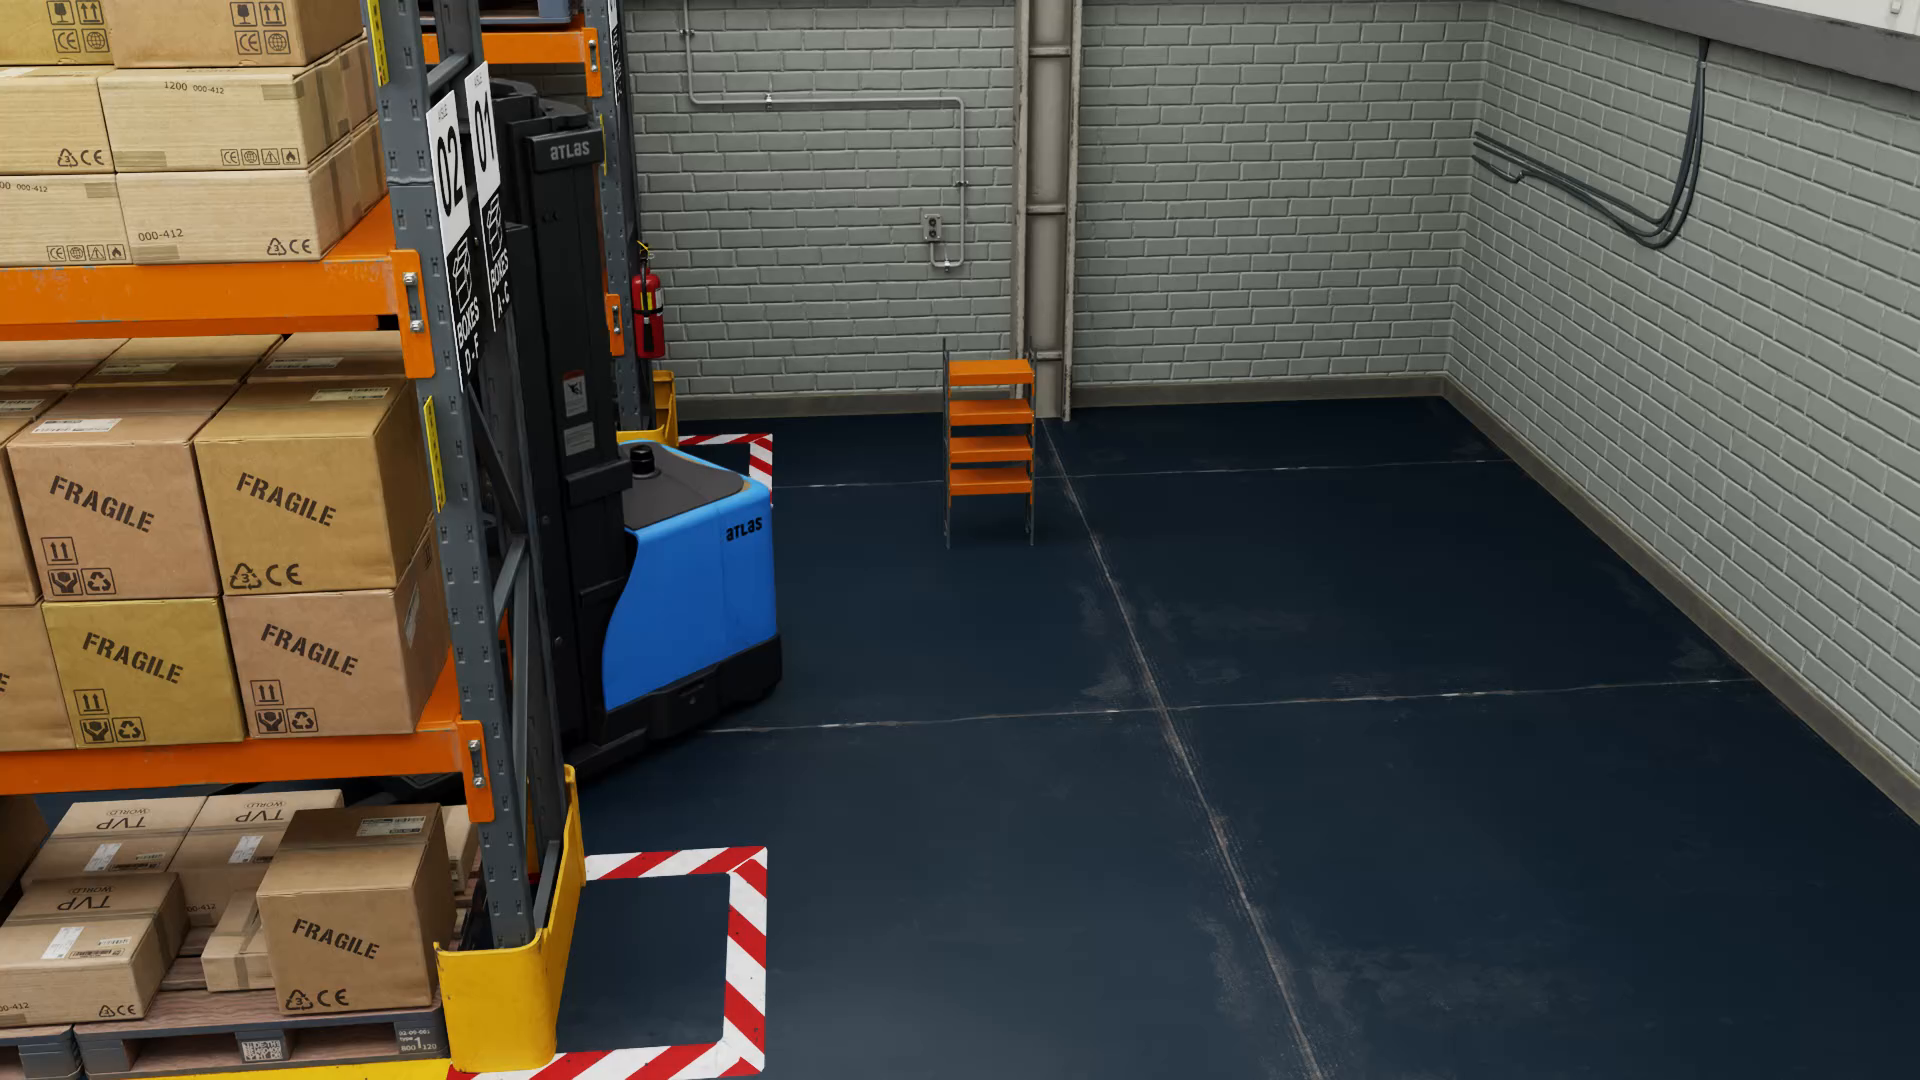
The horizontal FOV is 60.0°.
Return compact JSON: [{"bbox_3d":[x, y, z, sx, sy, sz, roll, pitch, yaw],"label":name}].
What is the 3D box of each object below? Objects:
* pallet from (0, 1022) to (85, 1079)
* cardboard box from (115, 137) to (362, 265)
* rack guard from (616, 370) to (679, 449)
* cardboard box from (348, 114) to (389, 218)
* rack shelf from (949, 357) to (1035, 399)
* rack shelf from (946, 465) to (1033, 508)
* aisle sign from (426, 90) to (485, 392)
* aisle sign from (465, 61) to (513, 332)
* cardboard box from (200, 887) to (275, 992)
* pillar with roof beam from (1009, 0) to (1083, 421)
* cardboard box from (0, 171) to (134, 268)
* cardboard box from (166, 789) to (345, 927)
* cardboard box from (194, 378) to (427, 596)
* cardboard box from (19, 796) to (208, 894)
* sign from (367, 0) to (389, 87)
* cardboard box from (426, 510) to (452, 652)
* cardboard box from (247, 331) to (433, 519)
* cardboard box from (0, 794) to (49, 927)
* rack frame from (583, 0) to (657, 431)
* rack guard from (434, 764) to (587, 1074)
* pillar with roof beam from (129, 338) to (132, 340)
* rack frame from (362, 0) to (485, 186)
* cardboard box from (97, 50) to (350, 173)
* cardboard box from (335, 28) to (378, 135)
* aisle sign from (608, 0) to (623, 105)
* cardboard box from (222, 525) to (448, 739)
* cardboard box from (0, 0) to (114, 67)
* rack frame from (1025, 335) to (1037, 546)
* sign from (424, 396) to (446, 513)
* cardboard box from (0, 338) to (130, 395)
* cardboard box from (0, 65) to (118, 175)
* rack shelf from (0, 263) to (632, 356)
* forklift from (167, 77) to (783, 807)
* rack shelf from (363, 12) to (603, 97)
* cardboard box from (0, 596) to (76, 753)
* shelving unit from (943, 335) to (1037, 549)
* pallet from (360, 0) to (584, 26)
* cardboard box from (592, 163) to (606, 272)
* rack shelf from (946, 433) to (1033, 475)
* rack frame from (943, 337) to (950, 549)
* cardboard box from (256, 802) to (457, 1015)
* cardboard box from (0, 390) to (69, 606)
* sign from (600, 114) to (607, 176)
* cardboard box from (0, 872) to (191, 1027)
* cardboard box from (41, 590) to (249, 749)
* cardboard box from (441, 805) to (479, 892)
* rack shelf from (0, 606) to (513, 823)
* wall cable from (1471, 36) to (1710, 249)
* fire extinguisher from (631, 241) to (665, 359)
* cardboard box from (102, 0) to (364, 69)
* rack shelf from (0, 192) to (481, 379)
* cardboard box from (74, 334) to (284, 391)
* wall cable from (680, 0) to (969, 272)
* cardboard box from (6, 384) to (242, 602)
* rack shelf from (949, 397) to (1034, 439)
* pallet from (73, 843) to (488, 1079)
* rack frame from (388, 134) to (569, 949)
[{"bbox_3d":[-3.628,1.560,5.981,1.213,0.211,1.003,-2,24,-5],"label":"pallet"},{"bbox_3d":[-2.033,-0.972,4.736,0.500,0.250,0.500,-2,24,-5],"label":"cardboard box"},{"bbox_3d":[-2.015,-0.658,10.615,0.348,0.500,1.175,-2,24,-5],"label":"rack guard"},{"bbox_3d":[-2.084,-1.182,5.207,0.500,0.250,0.500,-2,24,-5],"label":"cardboard box"},{"bbox_3d":[0.165,-0.914,9.362,0.480,0.148,0.258,-2,24,-5],"label":"rack shelf"},{"bbox_3d":[0.165,-0.312,9.629,0.480,0.148,0.258,-2,24,-5],"label":"rack shelf"},{"bbox_3d":[-1.450,-0.864,4.800,0.004,0.787,0.394,-2,24,-5],"label":"aisle sign"},{"bbox_3d":[-1.509,-1.107,5.346,0.004,0.787,0.394,-2,24,-5],"label":"aisle sign"},{"bbox_3d":[-2.477,1.397,5.860,0.250,0.166,0.380,-2,24,-5],"label":"cardboard box"},{"bbox_3d":[0.986,-3.258,6.001,0.400,9.000,9.100,-2,24,-5],"label":"pillar with roof beam"},{"bbox_3d":[-2.532,-0.957,4.701,0.500,0.250,0.500,-2,24,-5],"label":"cardboard box"},{"bbox_3d":[-2.615,1.185,6.234,0.500,0.250,0.500,-2,24,-5],"label":"cardboard box"},{"bbox_3d":[-1.964,-0.171,5.087,0.500,0.500,0.500,-3,24,-6],"label":"cardboard box"},{"bbox_3d":[-3.112,1.205,6.189,0.500,0.250,0.500,-2,24,-5],"label":"cardboard box"},{"bbox_3d":[-1.513,-1.347,4.305,0.005,0.325,0.100,-2,24,-5],"label":"sign"},{"bbox_3d":[-2.015,0.068,5.780,0.500,0.500,0.500,-2,24,-4],"label":"cardboard box"},{"bbox_3d":[-2.015,-0.389,5.577,0.500,0.500,0.500,-2,24,-4],"label":"cardboard box"},{"bbox_3d":[-3.659,1.225,5.833,0.637,0.503,0.797,-2,24,-5],"label":"cardboard box"},{"bbox_3d":[-2.039,-1.799,10.105,0.127,3.000,1.000,-2,24,-5],"label":"rack frame"},{"bbox_3d":[-1.624,1.348,6.102,0.348,0.500,1.175,-2,24,-5],"label":"rack guard"},{"bbox_3d":[-4.984,-3.019,5.462,0.400,9.000,9.100,-2,24,-5],"label":"pillar with roof beam"},{"bbox_3d":[-1.548,-2.539,4.382,0.127,3.000,1.000,-2,24,-5],"label":"rack frame"},{"bbox_3d":[-2.034,-1.204,4.642,0.500,0.250,0.500,-2,24,-5],"label":"cardboard box"},{"bbox_3d":[-2.085,-1.413,5.111,0.500,0.250,0.500,-2,24,-5],"label":"cardboard box"},{"bbox_3d":[-1.937,-2.869,9.311,0.004,0.787,0.394,-2,24,-5],"label":"aisle sign"},{"bbox_3d":[-1.967,0.285,5.293,0.500,0.500,0.500,-2,24,-4],"label":"cardboard box"},{"bbox_3d":[-2.564,-1.658,4.739,0.500,0.500,0.700,-2,24,-5],"label":"cardboard box"},{"bbox_3d":[0.408,-0.565,9.543,0.015,1.200,0.240,-2,24,-5],"label":"rack frame"},{"bbox_3d":[-1.513,-0.246,4.795,0.005,0.325,0.100,-2,24,-5],"label":"sign"},{"bbox_3d":[-3.033,-0.347,5.483,0.500,0.500,0.500,-2,24,-4],"label":"cardboard box"},{"bbox_3d":[-2.532,-1.184,4.597,0.500,0.250,0.500,-2,24,-5],"label":"cardboard box"},{"bbox_3d":[-4.029,-1.391,10.072,4.000,0.370,1.077,-2,24,-5],"label":"rack shelf"},{"bbox_3d":[-2.231,-0.308,6.833,1.130,2.935,3.031,21,31,38],"label":"forklift"},{"bbox_3d":[-4.029,-2.762,9.462,4.000,0.370,1.077,-2,24,-5],"label":"rack shelf"},{"bbox_3d":[-2.980,0.325,5.203,0.500,0.500,0.500,-2,24,-5],"label":"cardboard box"},{"bbox_3d":[0.165,-0.555,9.521,0.503,1.200,0.258,-2,24,-5],"label":"shelving unit"},{"bbox_3d":[-2.776,-3.096,9.438,1.213,0.211,1.003,-2,24,-5],"label":"pallet"},{"bbox_3d":[-2.545,-1.912,9.989,0.700,0.700,0.980,-1,24,-3],"label":"cardboard box"},{"bbox_3d":[0.165,-0.493,9.548,0.480,0.148,0.258,-2,24,-5],"label":"rack shelf"},{"bbox_3d":[-0.078,-0.545,9.499,0.015,1.200,0.240,-2,24,-5],"label":"rack frame"},{"bbox_3d":[-2.065,1.265,5.746,0.500,0.500,0.500,-2,24,-5],"label":"cardboard box"},{"bbox_3d":[-2.982,-0.128,4.990,0.500,0.500,0.500,-2,24,-4],"label":"cardboard box"},{"bbox_3d":[-1.999,-2.217,9.327,0.005,0.325,0.100,-2,24,-5],"label":"sign"},{"bbox_3d":[-3.013,1.405,5.739,0.500,0.250,0.500,-2,24,-5],"label":"cardboard box"},{"bbox_3d":[-2.483,0.307,5.243,0.500,0.500,0.500,-2,24,-5],"label":"cardboard box"},{"bbox_3d":[-1.998,1.182,6.365,0.250,0.149,0.380,-2,24,-5],"label":"cardboard box"},{"bbox_3d":[-3.538,0.611,5.567,4.000,0.370,1.077,-2,24,-5],"label":"rack shelf"},{"bbox_3d":[3.625,-3.203,9.700,0.112,2.526,3.097,-2,24,-5],"label":"wall cable"},{"bbox_3d":[-1.843,-1.413,9.791,0.183,0.674,0.296,-2,24,-5],"label":"fire extinguisher"},{"bbox_3d":[-2.058,-1.643,4.707,0.500,0.500,0.700,-2,24,-5],"label":"cardboard box"},{"bbox_3d":[-3.538,-0.759,4.958,4.000,0.370,1.077,-2,24,-5],"label":"rack shelf"},{"bbox_3d":[-2.535,-0.365,5.523,0.500,0.500,0.500,-2,24,-5],"label":"cardboard box"},{"bbox_3d":[-0.857,-2.697,10.874,1.851,1.984,0.084,-2,24,-5],"label":"wall cable"},{"bbox_3d":[-2.467,-0.150,5.041,0.500,0.500,0.500,-2,24,-4],"label":"cardboard box"},{"bbox_3d":[0.165,-0.698,9.458,0.480,0.148,0.258,-2,24,-5],"label":"rack shelf"},{"bbox_3d":[-2.417,1.512,6.088,1.213,0.211,1.003,-2,24,-5],"label":"pallet"},{"bbox_3d":[-1.548,0.203,5.601,0.127,3.000,1.000,-2,24,-5],"label":"rack frame"}]
